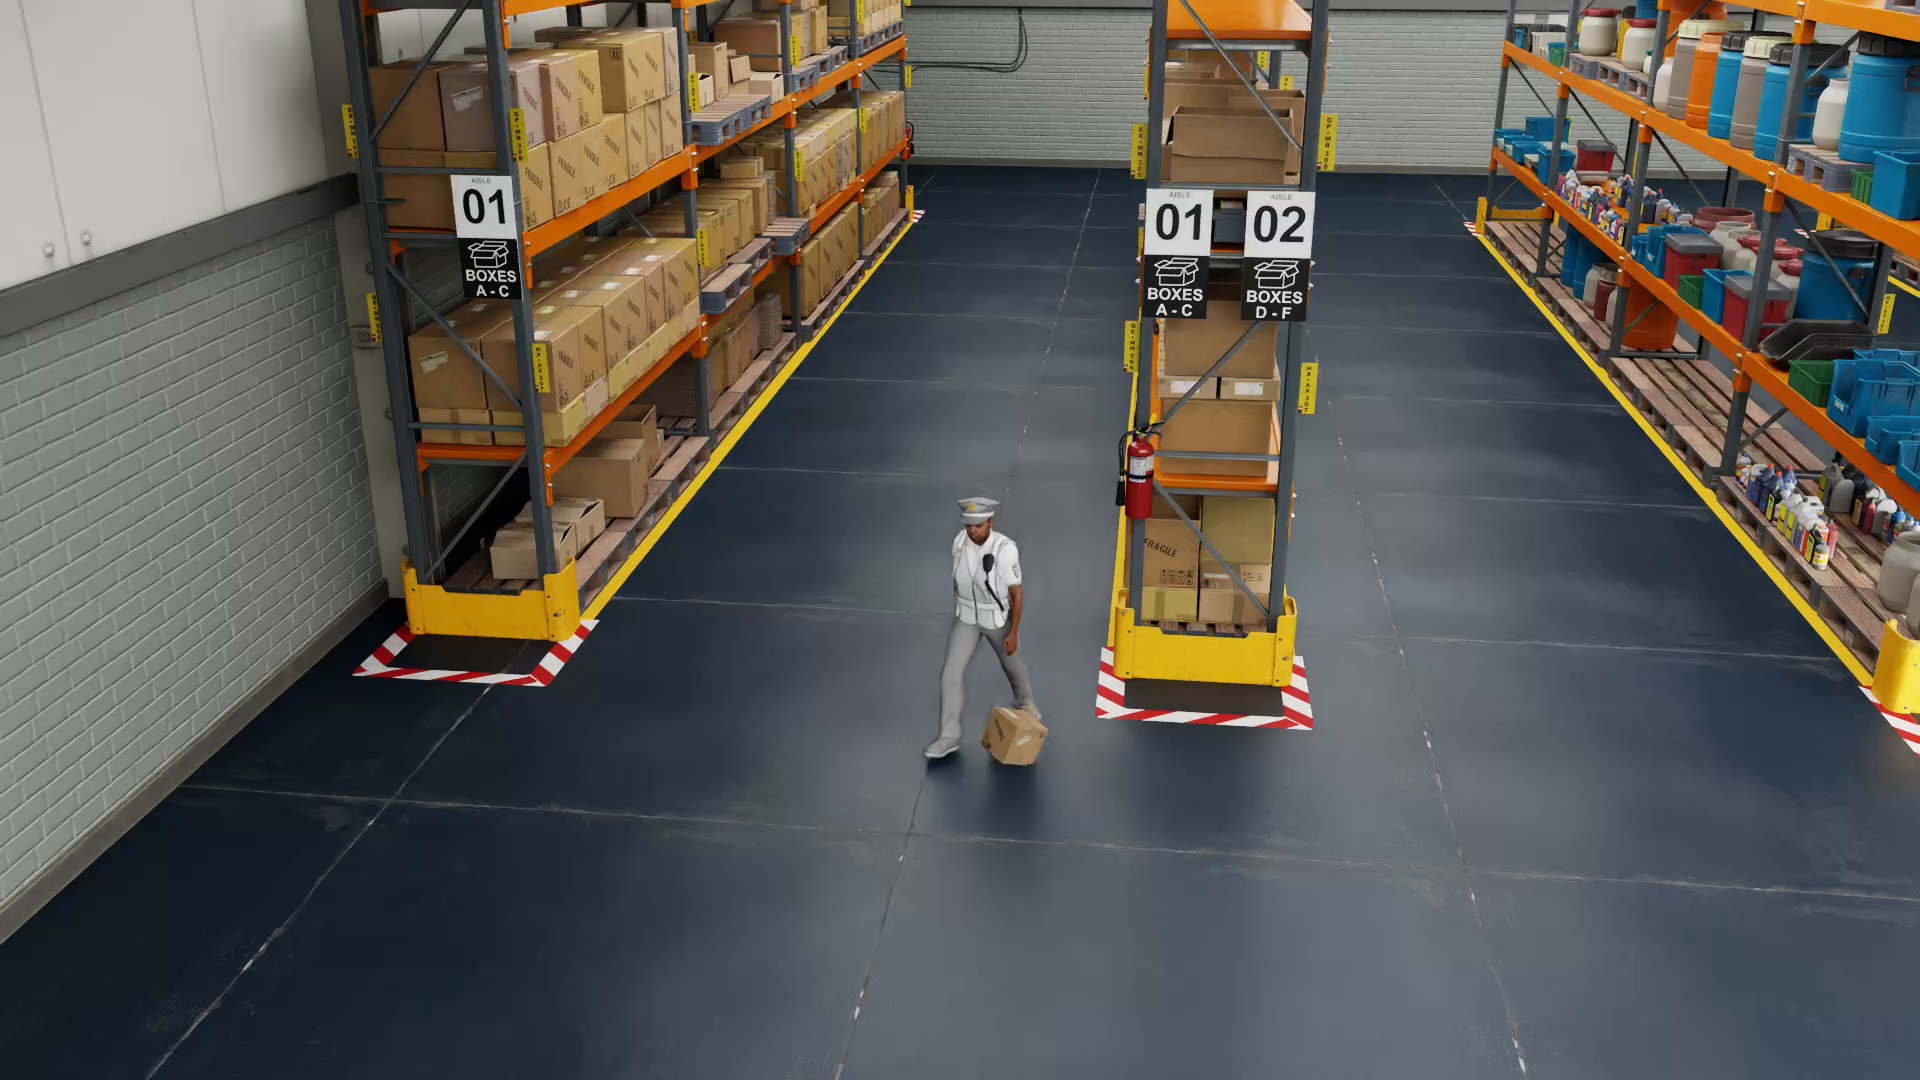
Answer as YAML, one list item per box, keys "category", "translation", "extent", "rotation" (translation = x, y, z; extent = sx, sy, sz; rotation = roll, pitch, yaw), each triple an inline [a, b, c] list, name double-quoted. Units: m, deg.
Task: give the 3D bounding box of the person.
- category: "person"
  translation: [0.162, 0.466, 9.924]
  extent: [0.488, 1.616, 0.943]
  rotation: [10, 23, 23]
